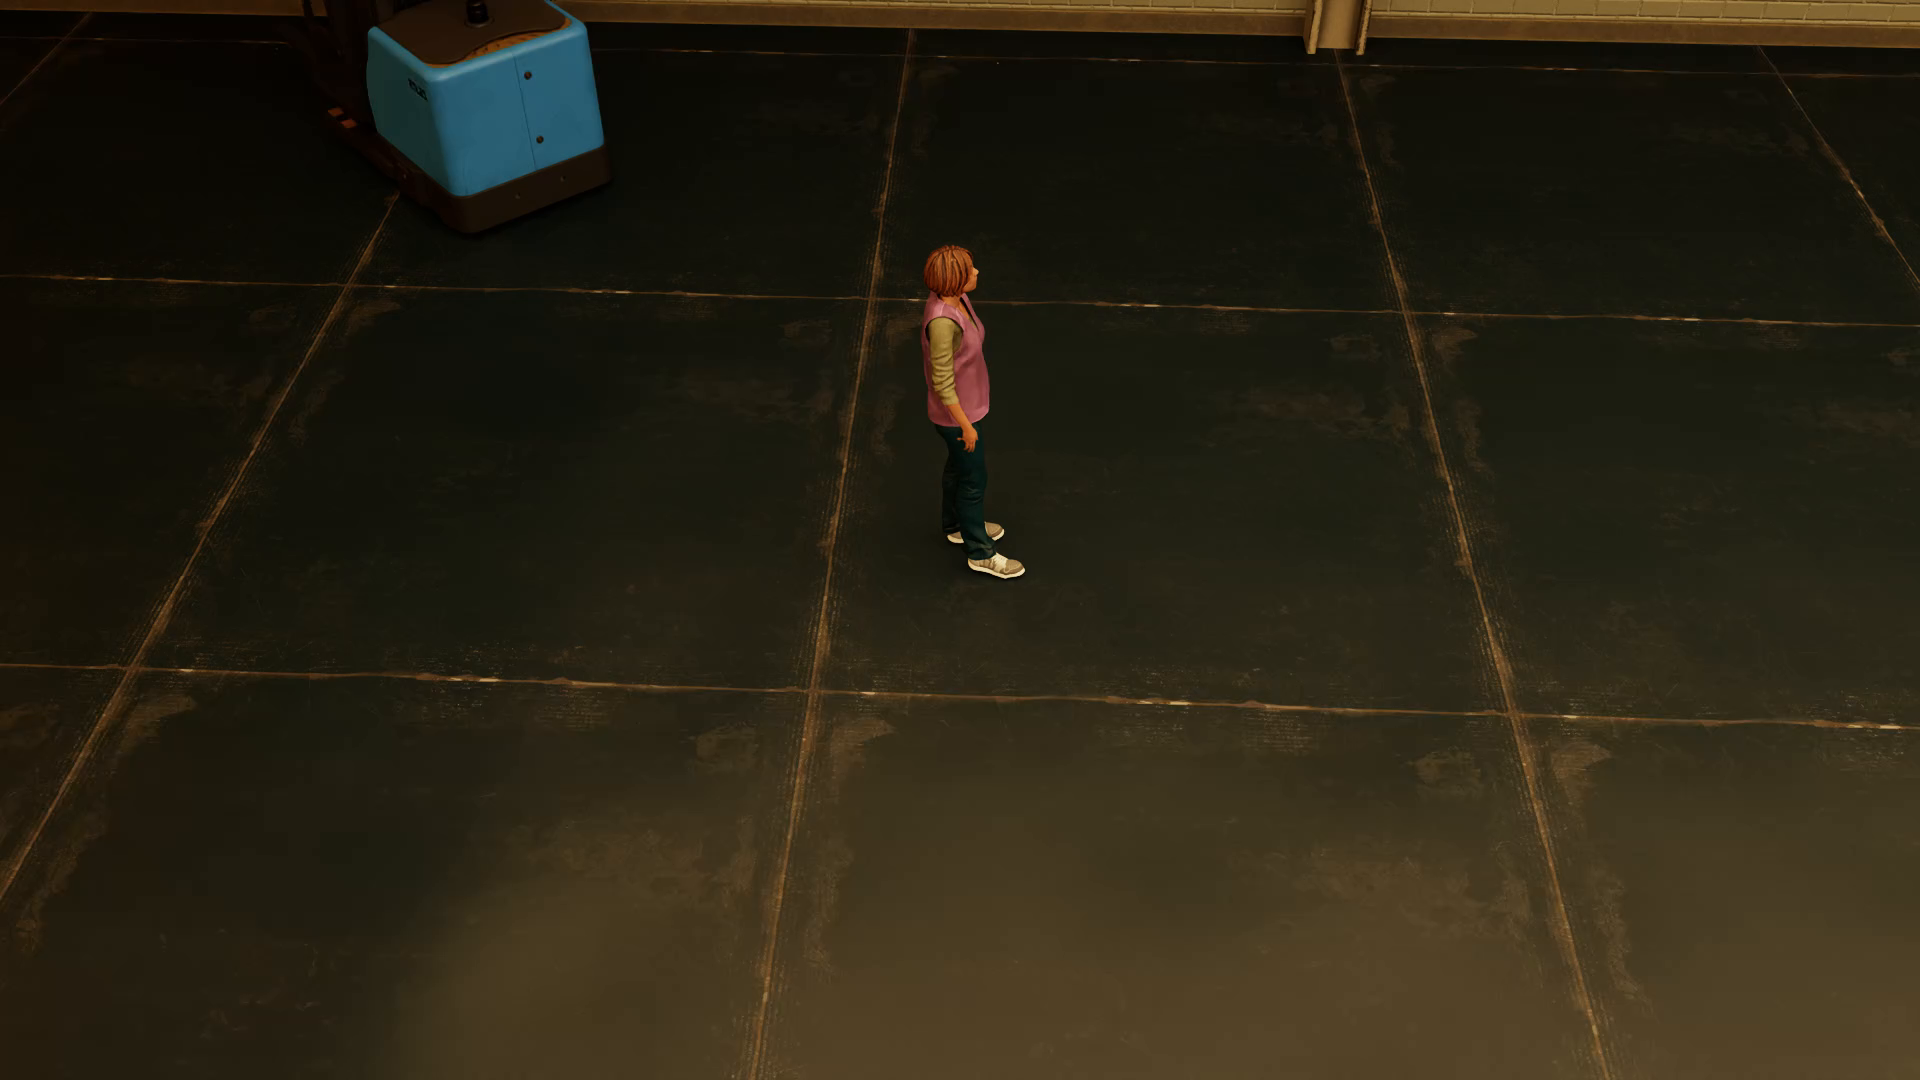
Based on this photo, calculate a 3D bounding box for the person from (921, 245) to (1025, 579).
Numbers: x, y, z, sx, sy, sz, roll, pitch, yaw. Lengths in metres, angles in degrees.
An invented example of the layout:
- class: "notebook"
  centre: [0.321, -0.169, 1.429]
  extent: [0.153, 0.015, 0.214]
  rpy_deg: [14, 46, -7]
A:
- class: "person"
  centre: [0.074, -0.584, 7.361]
  extent: [0.473, 1.599, 0.521]
  rpy_deg: [2, 42, 2]

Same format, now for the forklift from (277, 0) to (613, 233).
- class: "forklift"
  centre: [-3.475, -3.813, 9.919]
  extent: [1.130, 2.935, 3.031]
  rpy_deg: [-30, 50, -28]
